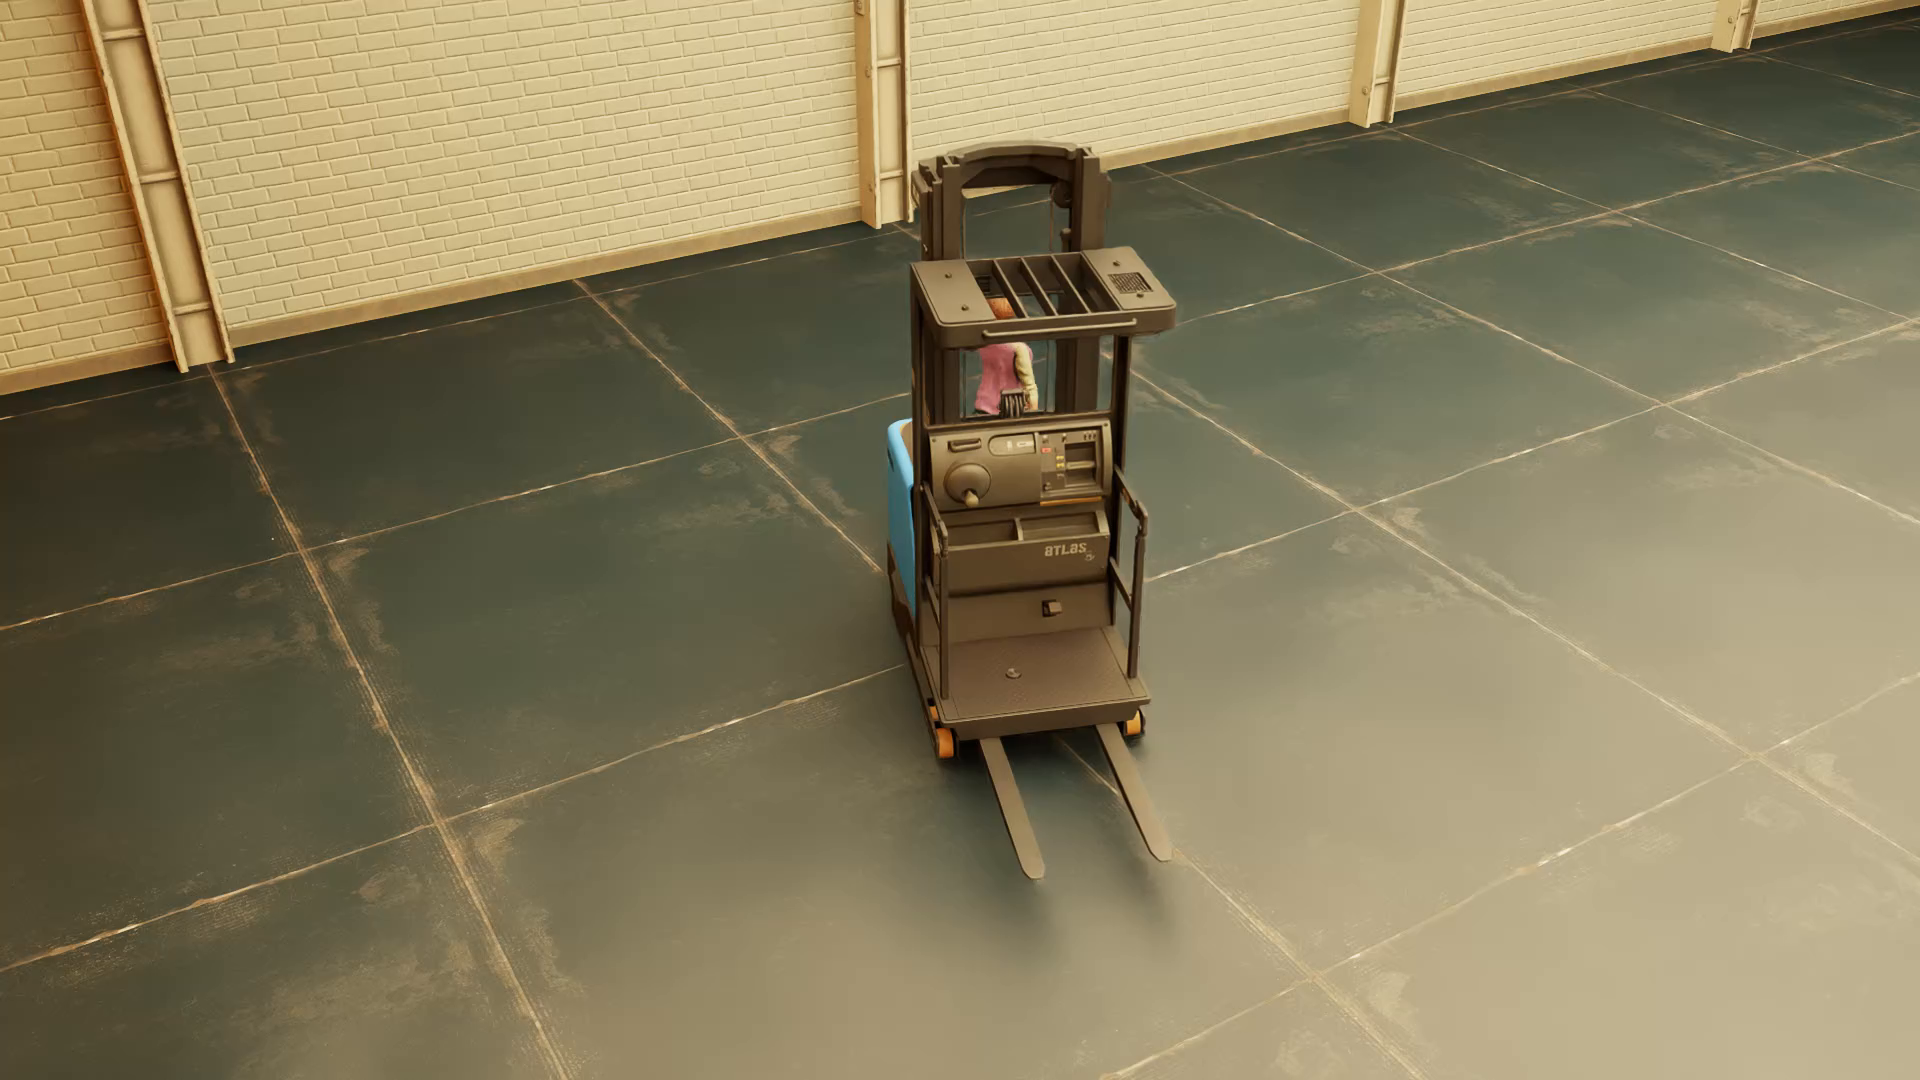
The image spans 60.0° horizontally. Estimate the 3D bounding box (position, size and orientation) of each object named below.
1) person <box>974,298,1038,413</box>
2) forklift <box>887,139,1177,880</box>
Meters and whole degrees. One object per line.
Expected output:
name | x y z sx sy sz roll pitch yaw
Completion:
person | 0.350 -0.830 10.364 0.525 1.533 0.835 22 37 32
forklift | 0.353 -0.331 8.200 1.130 2.935 3.031 -6 31 -10
